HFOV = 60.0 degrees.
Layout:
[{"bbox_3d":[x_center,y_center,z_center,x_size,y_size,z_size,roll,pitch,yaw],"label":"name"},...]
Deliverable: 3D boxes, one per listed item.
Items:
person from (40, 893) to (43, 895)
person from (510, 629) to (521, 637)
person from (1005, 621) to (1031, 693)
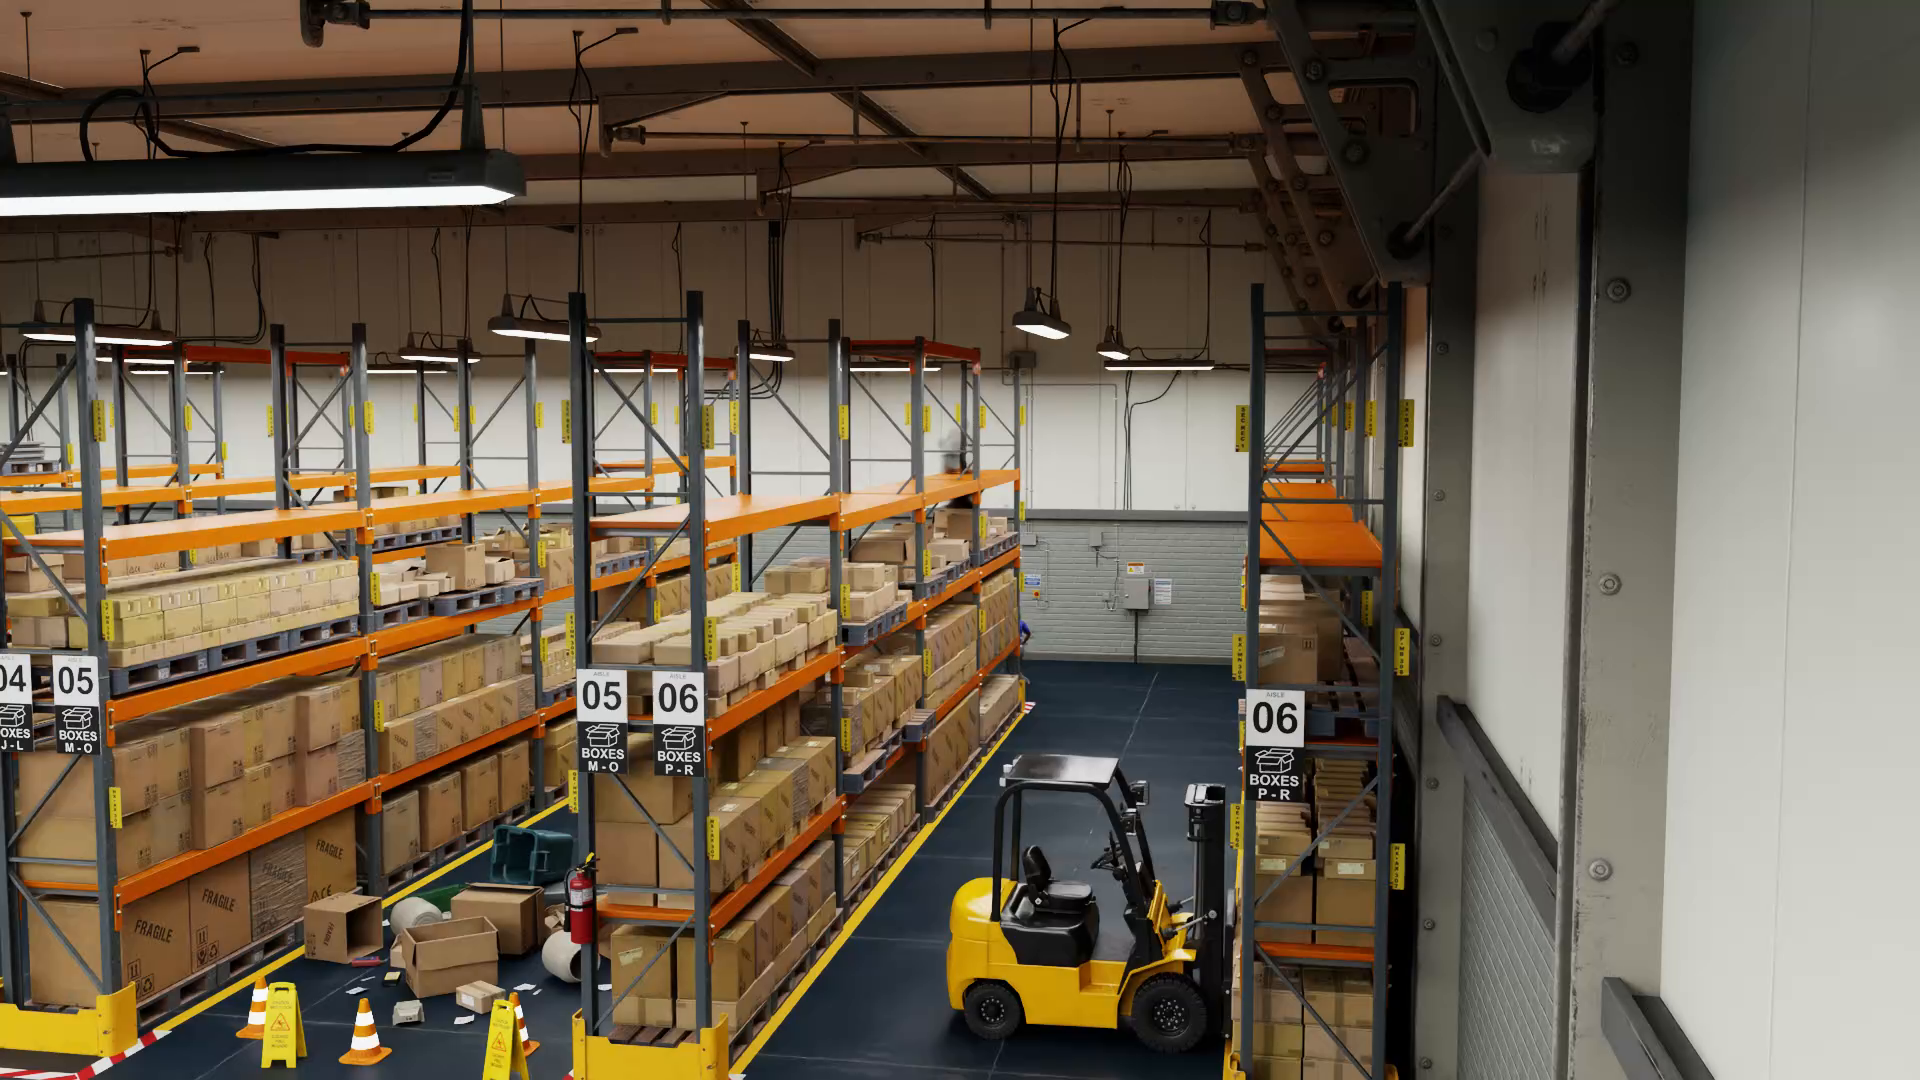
[{"bbox_3d":[-8.435,2.999,15.840,0.695,1.767,0.826,1,5,10],"label":"person"},{"bbox_3d":[-6.964,2.233,26.027,0.659,1.674,0.622,0,5,2],"label":"person"},{"bbox_3d":[0.979,2.002,29.502,0.592,1.625,0.625,4,6,44],"label":"person"}]
